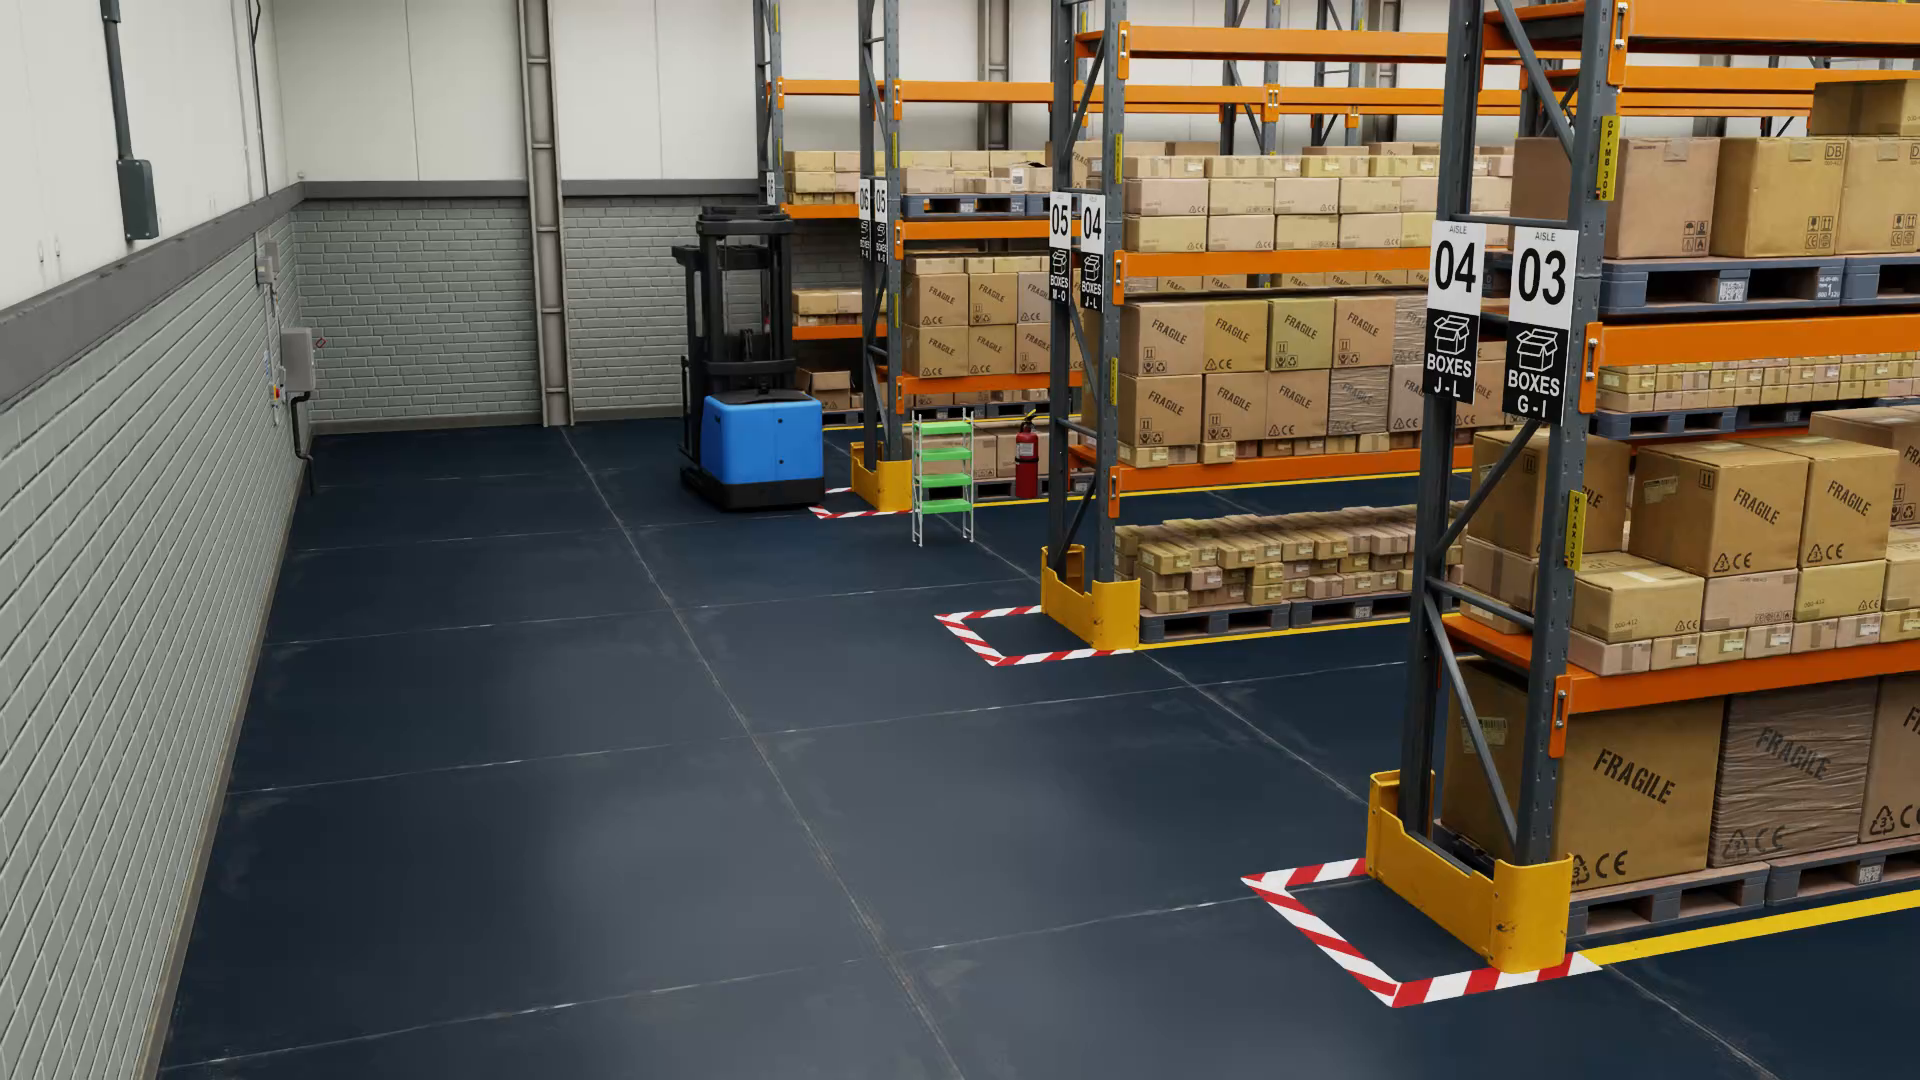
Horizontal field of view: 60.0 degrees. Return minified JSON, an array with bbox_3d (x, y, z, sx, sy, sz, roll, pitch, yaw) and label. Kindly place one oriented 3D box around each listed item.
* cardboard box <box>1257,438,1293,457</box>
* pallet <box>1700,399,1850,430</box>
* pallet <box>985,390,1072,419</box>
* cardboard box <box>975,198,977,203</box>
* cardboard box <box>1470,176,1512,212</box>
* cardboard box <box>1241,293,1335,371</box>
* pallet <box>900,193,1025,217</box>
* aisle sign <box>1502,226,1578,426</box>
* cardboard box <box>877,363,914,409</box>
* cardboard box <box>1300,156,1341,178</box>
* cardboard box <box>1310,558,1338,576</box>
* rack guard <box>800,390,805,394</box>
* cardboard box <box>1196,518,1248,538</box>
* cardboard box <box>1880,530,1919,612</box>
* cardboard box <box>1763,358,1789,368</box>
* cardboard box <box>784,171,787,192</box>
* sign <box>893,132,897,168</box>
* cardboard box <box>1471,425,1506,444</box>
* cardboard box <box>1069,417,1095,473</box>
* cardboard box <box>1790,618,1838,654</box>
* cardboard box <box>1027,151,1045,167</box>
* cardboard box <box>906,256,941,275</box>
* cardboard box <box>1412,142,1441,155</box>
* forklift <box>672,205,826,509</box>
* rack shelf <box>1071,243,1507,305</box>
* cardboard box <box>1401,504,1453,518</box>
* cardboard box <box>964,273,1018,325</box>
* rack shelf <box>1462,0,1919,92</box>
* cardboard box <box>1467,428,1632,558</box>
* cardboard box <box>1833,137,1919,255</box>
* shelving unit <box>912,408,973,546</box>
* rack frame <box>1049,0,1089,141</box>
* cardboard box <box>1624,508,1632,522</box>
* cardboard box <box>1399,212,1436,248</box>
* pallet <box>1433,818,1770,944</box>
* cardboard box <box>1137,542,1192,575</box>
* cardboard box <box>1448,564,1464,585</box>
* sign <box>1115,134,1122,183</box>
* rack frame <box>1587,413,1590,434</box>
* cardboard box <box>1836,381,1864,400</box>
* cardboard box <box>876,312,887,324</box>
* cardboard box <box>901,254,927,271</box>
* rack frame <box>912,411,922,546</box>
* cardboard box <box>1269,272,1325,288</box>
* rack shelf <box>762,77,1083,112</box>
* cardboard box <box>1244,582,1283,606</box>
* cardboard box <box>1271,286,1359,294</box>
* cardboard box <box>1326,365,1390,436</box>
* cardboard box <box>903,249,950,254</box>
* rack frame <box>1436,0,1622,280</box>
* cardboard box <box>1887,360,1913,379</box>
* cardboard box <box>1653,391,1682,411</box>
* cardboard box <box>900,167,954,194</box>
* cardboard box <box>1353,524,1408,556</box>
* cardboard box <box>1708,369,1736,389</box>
[{"bbox_3d":[2.268,-0.725,12.359,0.250,0.149,0.380,-5,14,-19],"label":"cardboard box"},{"bbox_3d":[6.609,-1.138,13.965,1.213,0.211,1.003,-4,14,-18],"label":"pallet"},{"bbox_3d":[0.768,-1.850,22.572,1.213,0.211,1.003,-4,14,-18],"label":"pallet"},{"bbox_3d":[0.186,-4.437,21.483,0.250,0.149,0.380,-4,14,-16],"label":"cardboard box"},{"bbox_3d":[3.827,-2.595,12.437,0.500,0.250,0.500,-5,14,-20],"label":"cardboard box"},{"bbox_3d":[2.376,-1.522,12.148,0.500,0.500,0.500,-5,14,-19],"label":"cardboard box"},{"bbox_3d":[-0.085,-3.347,16.548,1.213,0.211,1.003,-4,14,-18],"label":"pallet"},{"bbox_3d":[2.403,-0.894,6.908,0.004,0.787,0.394,-4,14,-18],"label":"aisle sign"},{"bbox_3d":[-0.939,-2.029,21.793,0.500,0.500,0.700,-4,14,-16],"label":"cardboard box"},{"bbox_3d":[2.518,-2.670,11.895,0.250,0.149,0.380,-4,14,-16],"label":"cardboard box"},{"bbox_3d":[2.692,0.150,12.747,0.250,0.149,0.380,-4,14,-15],"label":"cardboard box"},{"bbox_3d":[-2.300,-1.752,21.533,0.348,0.500,1.175,-4,14,-18],"label":"rack guard"},{"bbox_3d":[2.037,-0.055,12.967,0.250,0.149,0.380,-5,14,-20],"label":"cardboard box"},{"bbox_3d":[4.377,0.136,7.877,0.500,0.250,0.500,-5,14,-19],"label":"cardboard box"},{"bbox_3d":[6.426,-1.486,13.365,0.250,0.149,0.380,-4,14,-16],"label":"cardboard box"},{"bbox_3d":[-2.037,-4.586,21.245,0.500,0.250,0.500,-5,14,-19],"label":"cardboard box"},{"bbox_3d":[-0.614,-3.675,15.674,0.005,0.325,0.100,-4,14,-18],"label":"sign"},{"bbox_3d":[4.003,-0.847,12.870,0.250,0.149,0.380,-4,14,-16],"label":"cardboard box"},{"bbox_3d":[1.528,-1.038,17.760,0.875,0.438,0.875,-5,14,-20],"label":"cardboard box"},{"bbox_3d":[3.791,0.392,7.663,0.250,0.149,0.380,-5,14,-19],"label":"cardboard box"},{"bbox_3d":[1.018,-4.941,21.661,0.500,0.250,0.500,-4,14,-18],"label":"cardboard box"},{"bbox_3d":[-0.360,-2.690,16.298,0.250,0.149,0.380,-4,14,-17],"label":"cardboard box"},{"bbox_3d":[6.421,-5.373,23.533,0.500,0.500,0.700,-5,14,-19],"label":"cardboard box"},{"bbox_3d":[-2.357,-2.026,17.435,1.130,2.935,3.031,-5,14,-21],"label":"forklift"},{"bbox_3d":[2.785,-2.052,12.469,4.000,0.370,1.077,-4,14,-18],"label":"rack shelf"},{"bbox_3d":[3.784,-0.181,13.495,0.250,0.149,0.380,-5,14,-19],"label":"cardboard box"},{"bbox_3d":[0.248,-2.421,16.571,0.500,0.500,0.500,-5,14,-20],"label":"cardboard box"},{"bbox_3d":[4.271,-2.222,7.563,4.000,0.370,1.077,-4,14,-18],"label":"rack shelf"},{"bbox_3d":[2.754,-0.230,7.797,0.500,0.500,0.500,-4,14,-17],"label":"cardboard box"},{"bbox_3d":[3.898,-1.575,7.568,0.500,0.500,0.700,-5,14,-22],"label":"cardboard box"},{"bbox_3d":[-0.157,-0.571,15.060,0.503,1.200,0.258,-4,14,-18],"label":"shelving unit"},{"bbox_3d":[1.419,-6.176,21.767,0.127,3.000,1.000,-4,14,-18],"label":"rack frame"},{"bbox_3d":[5.466,-0.075,13.579,0.500,0.500,0.500,-4,14,-16],"label":"cardboard box"},{"bbox_3d":[3.343,-2.310,12.320,0.500,0.250,0.500,-5,14,-19],"label":"cardboard box"},{"bbox_3d":[3.109,1.580,8.150,1.213,0.211,1.003,-4,14,-18],"label":"pallet"},{"bbox_3d":[1.494,0.134,12.174,0.250,0.149,0.380,-5,14,-21],"label":"cardboard box"},{"bbox_3d":[3.915,0.230,13.054,0.250,0.149,0.380,-5,14,-20],"label":"cardboard box"},{"bbox_3d":[1.063,-2.561,11.164,0.005,0.325,0.100,-4,14,-18],"label":"sign"},{"bbox_3d":[4.681,-1.091,13.353,0.127,3.000,1.000,-4,14,-18],"label":"rack frame"},{"bbox_3d":[7.179,-1.256,13.683,0.250,0.149,0.380,-5,14,-21],"label":"cardboard box"},{"bbox_3d":[-0.999,-2.886,21.443,0.250,0.149,0.380,-4,14,-17],"label":"cardboard box"},{"bbox_3d":[-0.509,-2.795,16.739,0.250,0.149,0.380,-4,14,-17],"label":"cardboard box"},{"bbox_3d":[-0.388,-0.553,14.984,0.015,1.200,0.240,-4,14,-18],"label":"rack frame"},{"bbox_3d":[3.515,-2.673,17.630,0.500,0.500,0.500,-4,14,-17],"label":"cardboard box"},{"bbox_3d":[-0.476,-5.677,21.231,4.000,0.370,1.077,-4,14,-18],"label":"rack shelf"},{"bbox_3d":[2.221,0.367,12.479,0.250,0.149,0.380,-4,14,-17],"label":"cardboard box"},{"bbox_3d":[2.714,-1.681,12.816,0.500,0.500,0.500,-5,14,-20],"label":"cardboard box"},{"bbox_3d":[2.852,-1.079,12.444,0.500,0.500,0.500,-5,14,-20],"label":"cardboard box"},{"bbox_3d":[-0.434,-3.484,21.475,0.500,0.500,0.500,-4,14,-17],"label":"cardboard box"},{"bbox_3d":[2.376,-2.619,6.813,0.127,3.000,1.000,-4,14,-18],"label":"rack frame"},{"bbox_3d":[7.648,-1.436,13.799,0.250,0.149,0.380,-4,14,-17],"label":"cardboard box"},{"bbox_3d":[5.462,-1.123,13.123,0.250,0.149,0.380,-4,14,-17],"label":"cardboard box"},{"bbox_3d":[-0.387,-3.566,16.478,0.500,0.250,0.500,-6,15,-23],"label":"cardboard box"},{"bbox_3d":[3.214,-0.002,12.743,0.250,0.149,0.380,-5,14,-20],"label":"cardboard box"},{"bbox_3d":[5.936,-1.304,13.241,0.250,0.149,0.380,-5,14,-20],"label":"cardboard box"}]
